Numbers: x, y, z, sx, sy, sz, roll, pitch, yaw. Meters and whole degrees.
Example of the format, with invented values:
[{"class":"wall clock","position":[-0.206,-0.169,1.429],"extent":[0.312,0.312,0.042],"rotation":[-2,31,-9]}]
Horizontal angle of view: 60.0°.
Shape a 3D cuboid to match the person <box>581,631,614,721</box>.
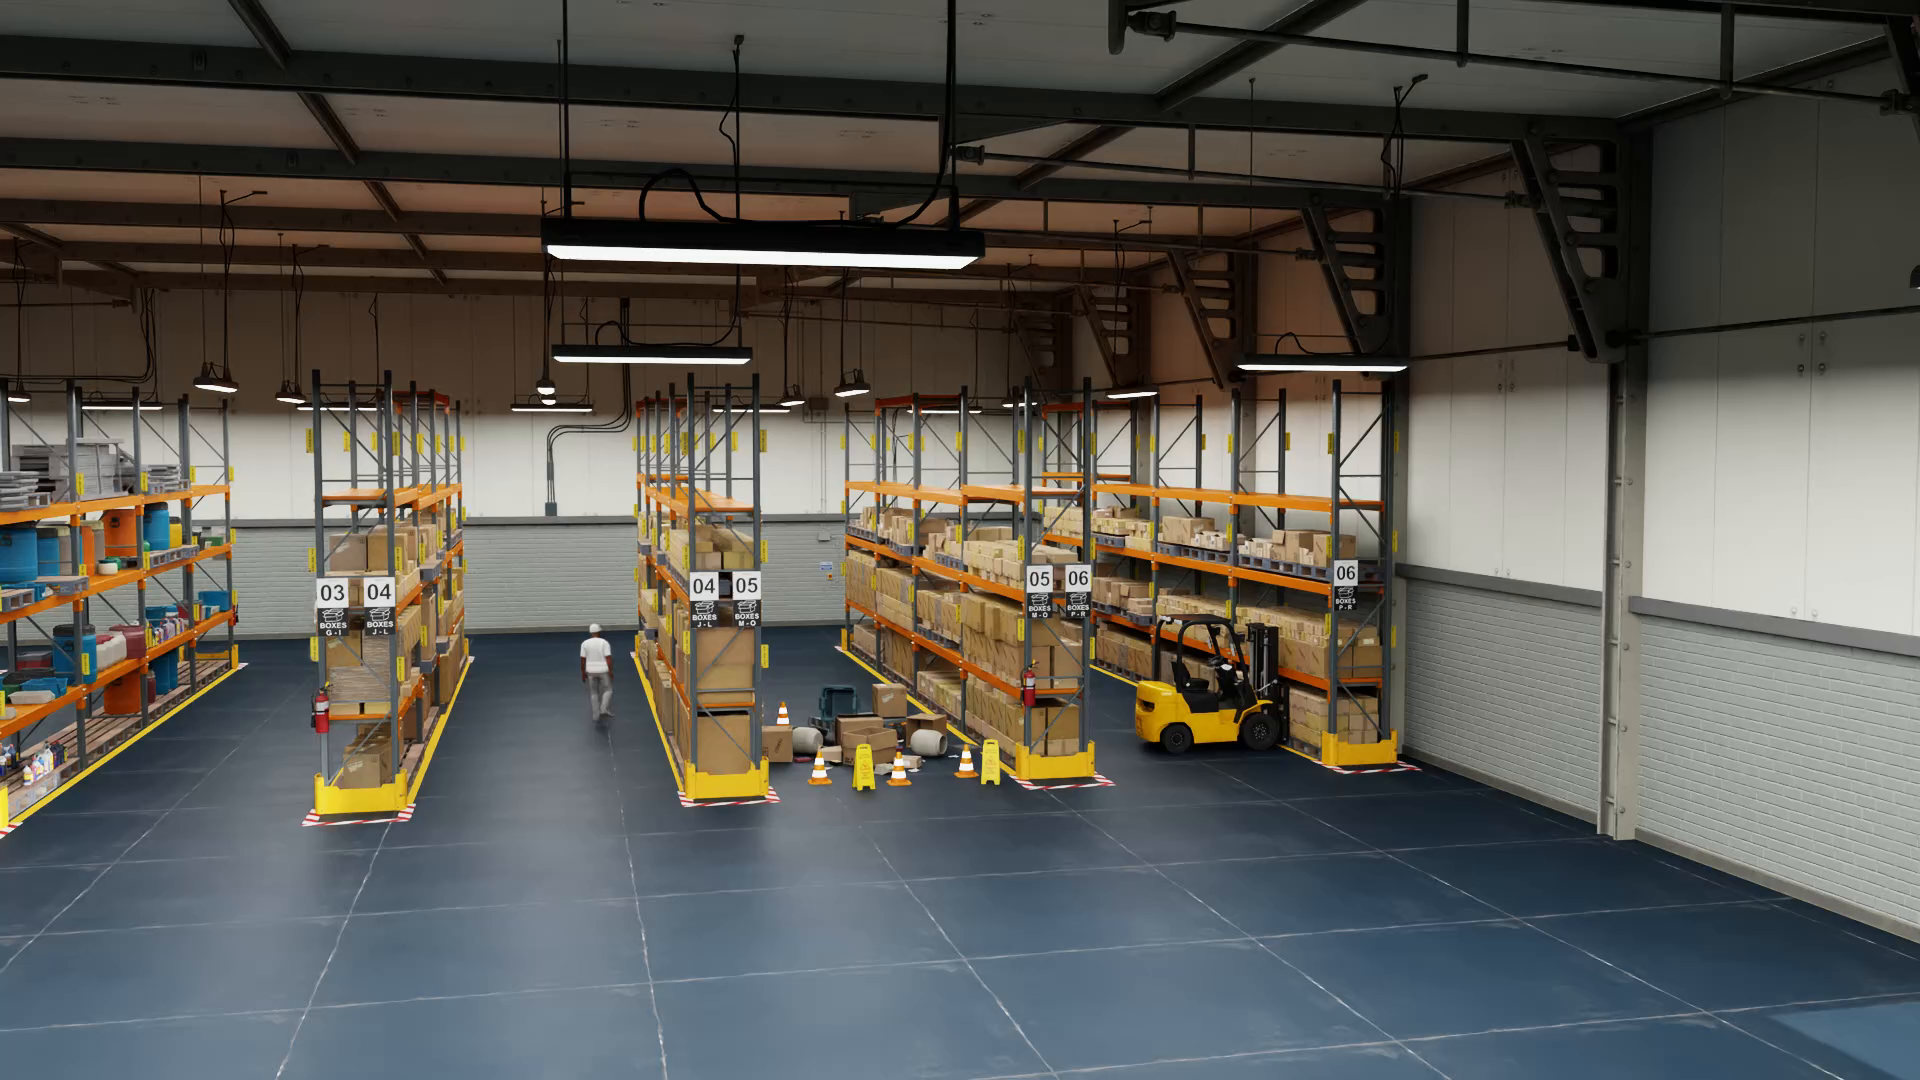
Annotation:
[{"class":"person","position":[-6.541,2.454,29.972],"extent":[0.610,1.622,0.510],"rotation":[0,3,-3]}]
